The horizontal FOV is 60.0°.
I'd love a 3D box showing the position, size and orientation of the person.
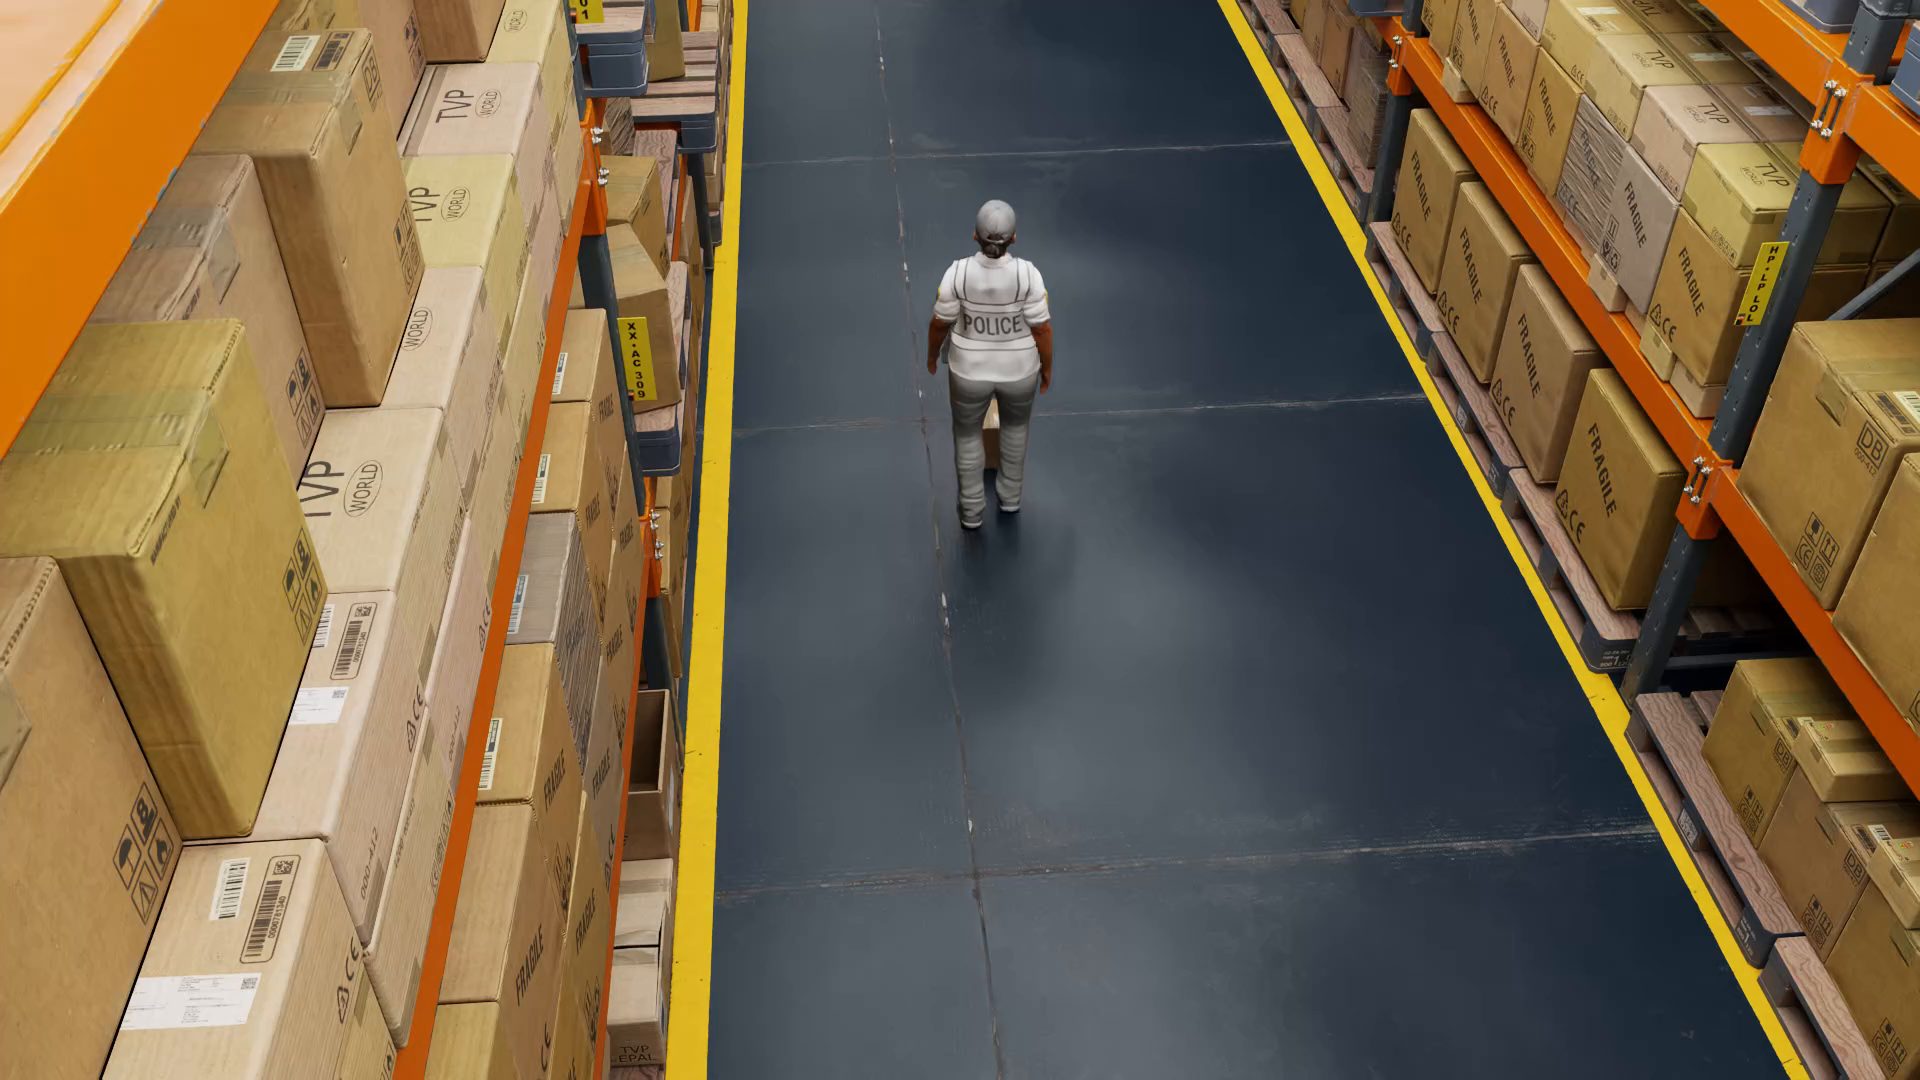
[{"bbox_3d":[0.129,-0.806,7.514,0.474,1.582,0.390,-2,39,-3],"label":"person"}]
